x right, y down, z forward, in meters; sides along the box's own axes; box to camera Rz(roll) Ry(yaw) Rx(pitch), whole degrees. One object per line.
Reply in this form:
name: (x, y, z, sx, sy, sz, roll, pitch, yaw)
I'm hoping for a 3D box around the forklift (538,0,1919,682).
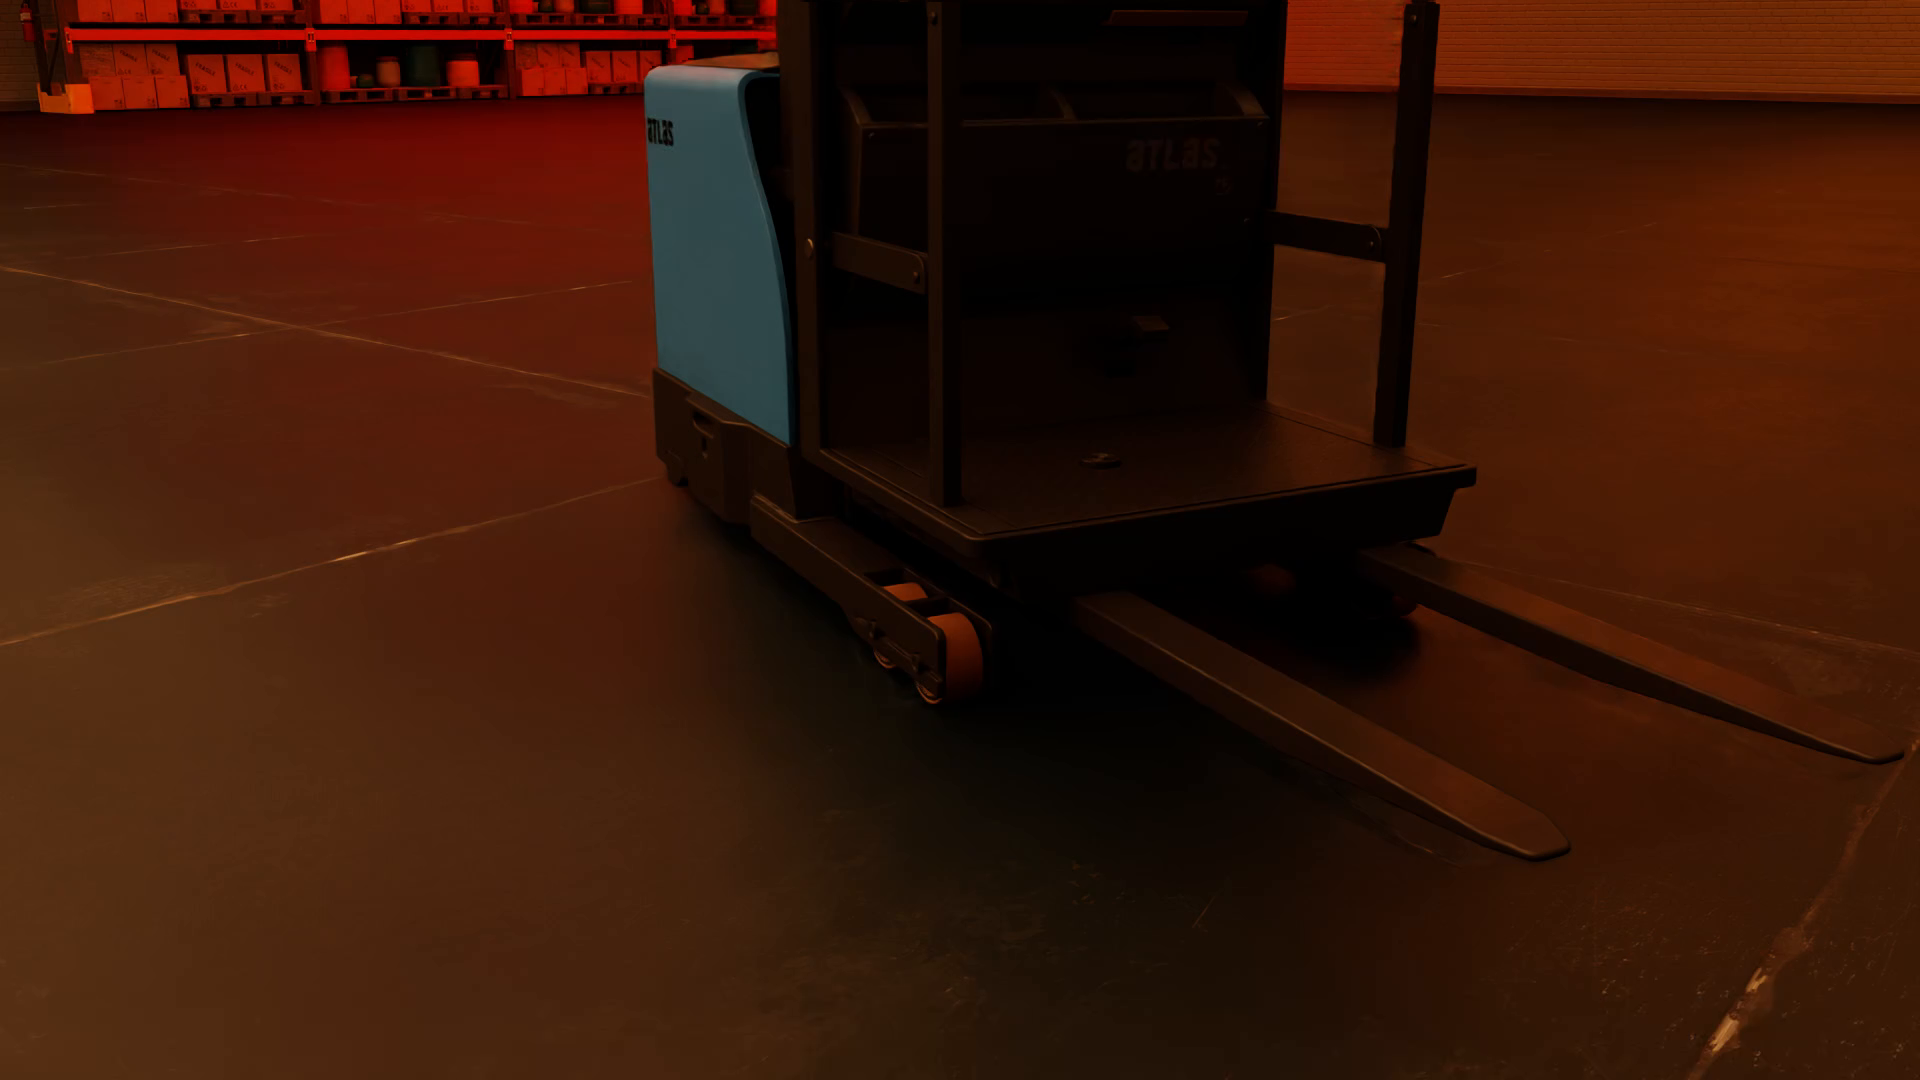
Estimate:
forklift: (0.541, -1.316, 3.231, 3.031, 2.935, 1.130, 11, 20, 32)
